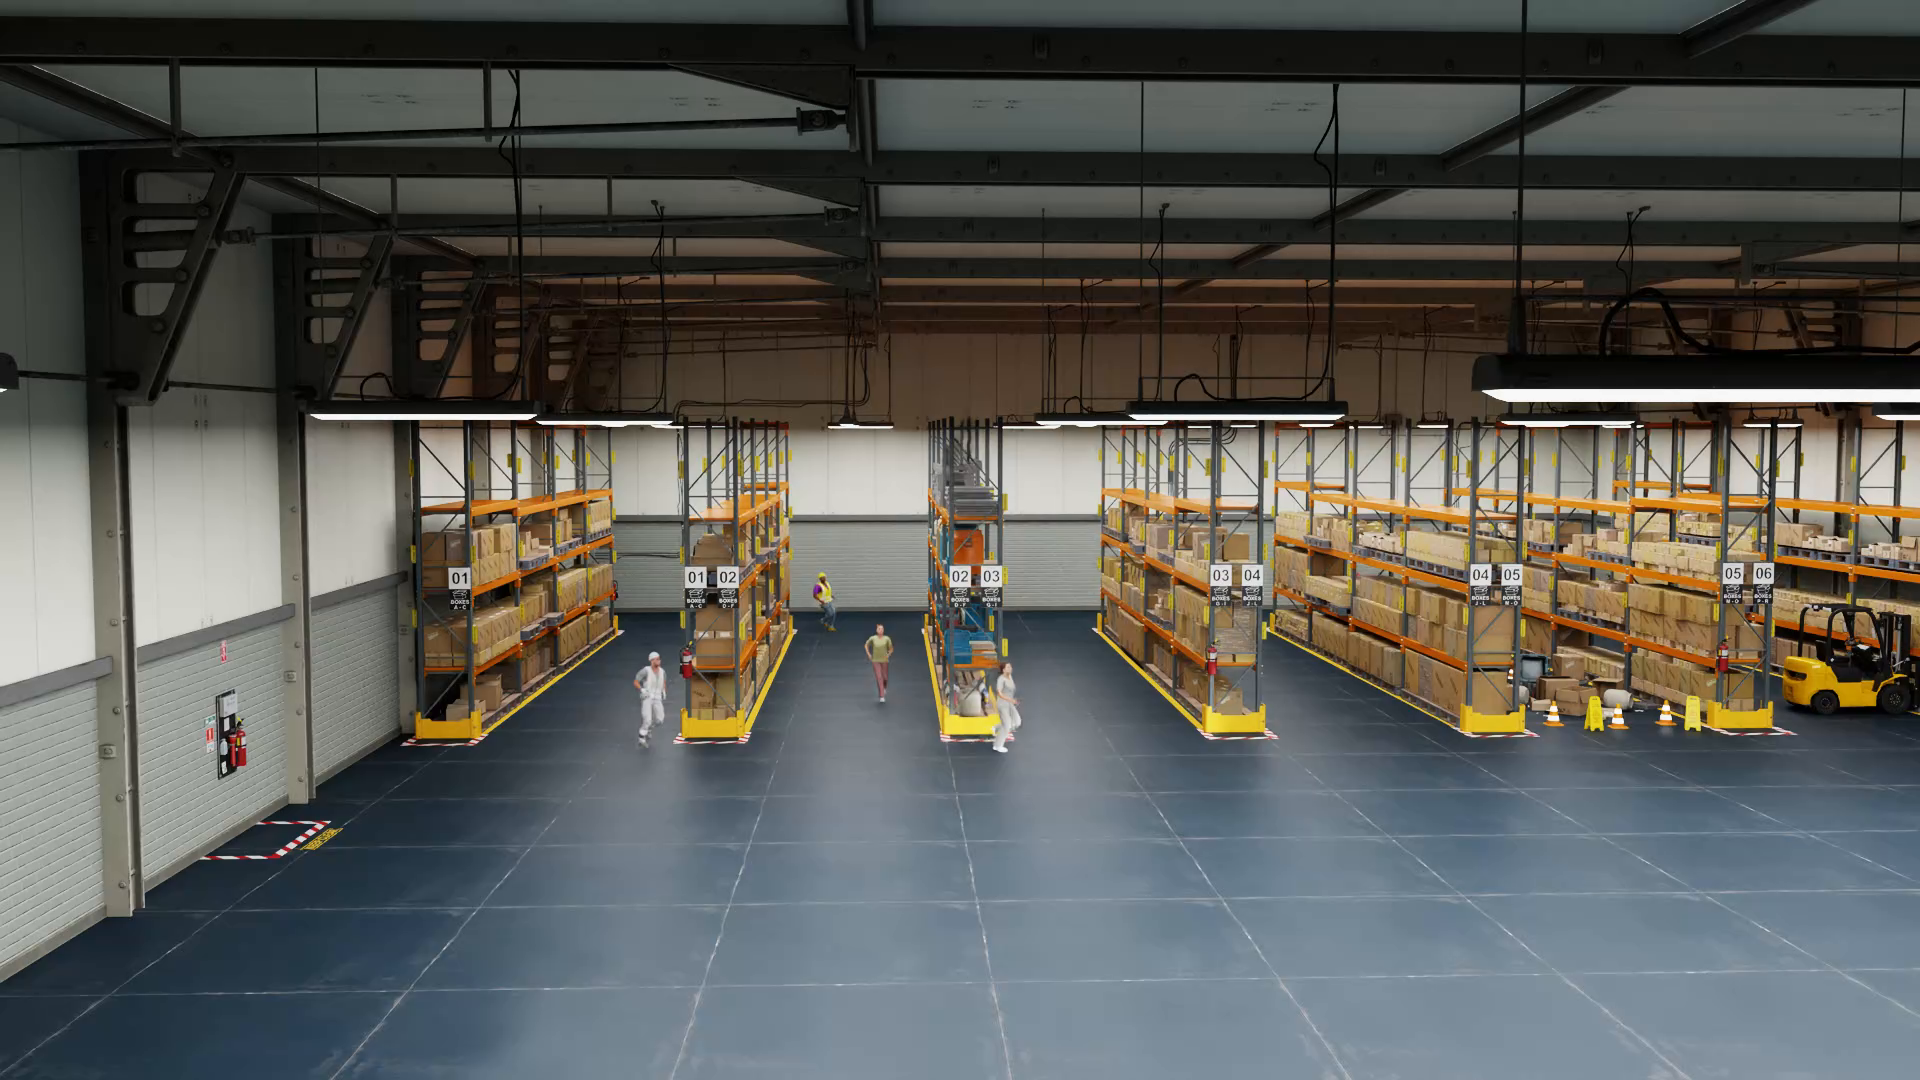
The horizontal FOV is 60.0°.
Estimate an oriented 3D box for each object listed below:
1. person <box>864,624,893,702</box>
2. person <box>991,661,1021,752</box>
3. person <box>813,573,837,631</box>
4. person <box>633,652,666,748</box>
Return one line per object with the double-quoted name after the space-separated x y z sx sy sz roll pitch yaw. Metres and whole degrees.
-1.717 2.596 35.399 0.609 1.635 0.783 -1 4 -10 "person"
0.836 2.974 29.805 0.624 1.632 0.599 2 4 30 "person"
-3.871 1.774 47.632 0.549 1.695 0.737 3 5 40 "person"
-5.625 2.897 30.343 0.663 1.705 0.577 -3 5 -38 "person"
